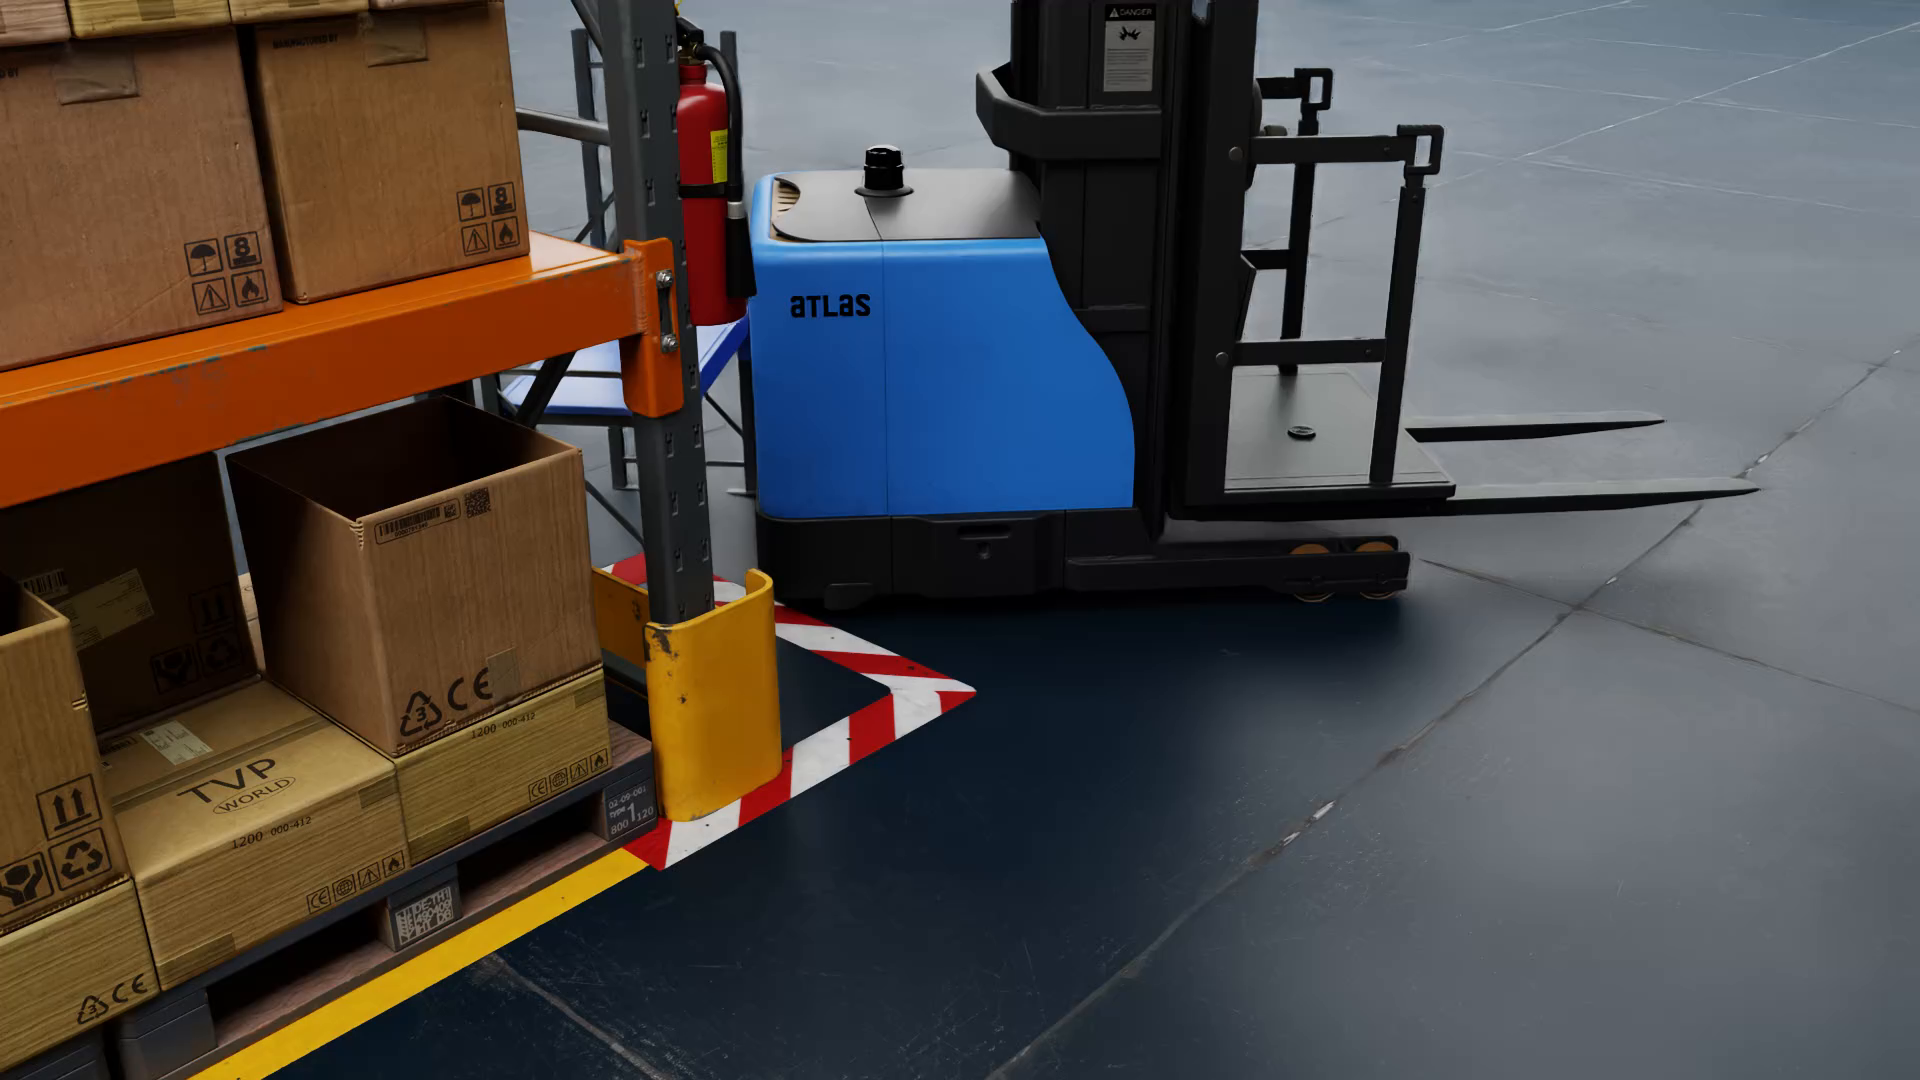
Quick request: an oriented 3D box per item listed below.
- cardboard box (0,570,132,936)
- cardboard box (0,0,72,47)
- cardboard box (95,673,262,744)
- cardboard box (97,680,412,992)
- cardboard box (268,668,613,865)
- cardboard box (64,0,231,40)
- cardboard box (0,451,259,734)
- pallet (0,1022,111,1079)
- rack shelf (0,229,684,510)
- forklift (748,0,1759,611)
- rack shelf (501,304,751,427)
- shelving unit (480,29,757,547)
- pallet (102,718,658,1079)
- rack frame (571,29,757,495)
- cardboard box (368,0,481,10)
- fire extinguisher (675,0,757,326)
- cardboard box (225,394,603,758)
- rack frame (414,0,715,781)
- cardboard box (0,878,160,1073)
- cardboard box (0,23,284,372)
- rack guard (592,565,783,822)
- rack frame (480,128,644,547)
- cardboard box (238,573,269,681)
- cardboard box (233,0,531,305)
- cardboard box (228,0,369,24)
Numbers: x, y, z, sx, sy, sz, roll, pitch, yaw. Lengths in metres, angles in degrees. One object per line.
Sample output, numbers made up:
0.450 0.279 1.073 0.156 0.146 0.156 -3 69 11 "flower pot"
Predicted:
-1.760 0.358 2.716 0.500 0.500 0.500 20 31 38 "cardboard box"
-1.595 -0.855 2.576 0.380 0.149 0.250 21 31 38 "cardboard box"
-1.822 0.403 3.532 0.500 0.250 0.500 20 31 38 "cardboard box"
-1.430 0.547 3.212 0.500 0.250 0.500 20 31 38 "cardboard box"
-1.106 0.391 3.559 0.500 0.250 0.500 20 31 38 "cardboard box"
-1.425 -0.931 2.745 0.380 0.149 0.250 20 31 37 "cardboard box"
-1.823 0.060 3.380 0.500 0.500 0.500 20 31 38 "cardboard box"
-2.261 0.971 2.827 1.003 0.211 1.213 20 31 38 "pallet"
-2.302 0.022 2.415 1.077 0.370 4.000 20 31 38 "rack shelf"
0.894 -1.370 4.723 3.031 2.935 1.130 -2 24 -5 "forklift"
-0.973 -0.480 4.926 0.538 0.185 1.000 2 24 5 "rack shelf"
-0.973 -0.644 4.852 0.538 1.500 1.048 2 24 5 "shelving unit"
-1.447 0.601 3.652 1.003 0.211 1.213 20 31 38 "pallet"
-0.924 -0.851 5.314 0.500 1.500 0.032 2 24 5 "rack frame"
-1.081 -1.089 3.098 0.380 0.149 0.250 20 31 37 "cardboard box"
-0.543 -0.790 3.440 0.296 0.674 0.183 20 31 38 "fire extinguisher"
-1.104 0.050 3.404 0.500 0.500 0.500 20 31 38 "cardboard box"
-0.968 -0.916 3.627 1.000 3.000 0.127 20 31 38 "rack frame"
-1.763 0.700 2.871 0.500 0.250 0.500 20 31 38 "cardboard box"
-1.636 -0.662 2.937 0.700 0.500 0.500 21 32 39 "cardboard box"
-0.952 0.217 4.154 1.175 0.500 0.348 20 31 38 "rack guard"
-1.022 -0.437 4.391 0.500 1.500 0.032 2 24 5 "rack frame"
-1.491 0.250 3.874 0.500 0.250 0.500 20 31 38 "cardboard box"
-1.289 -0.823 3.297 0.700 0.500 0.500 20 31 38 "cardboard box"
-1.254 -1.009 2.919 0.380 0.149 0.250 21 32 39 "cardboard box"
